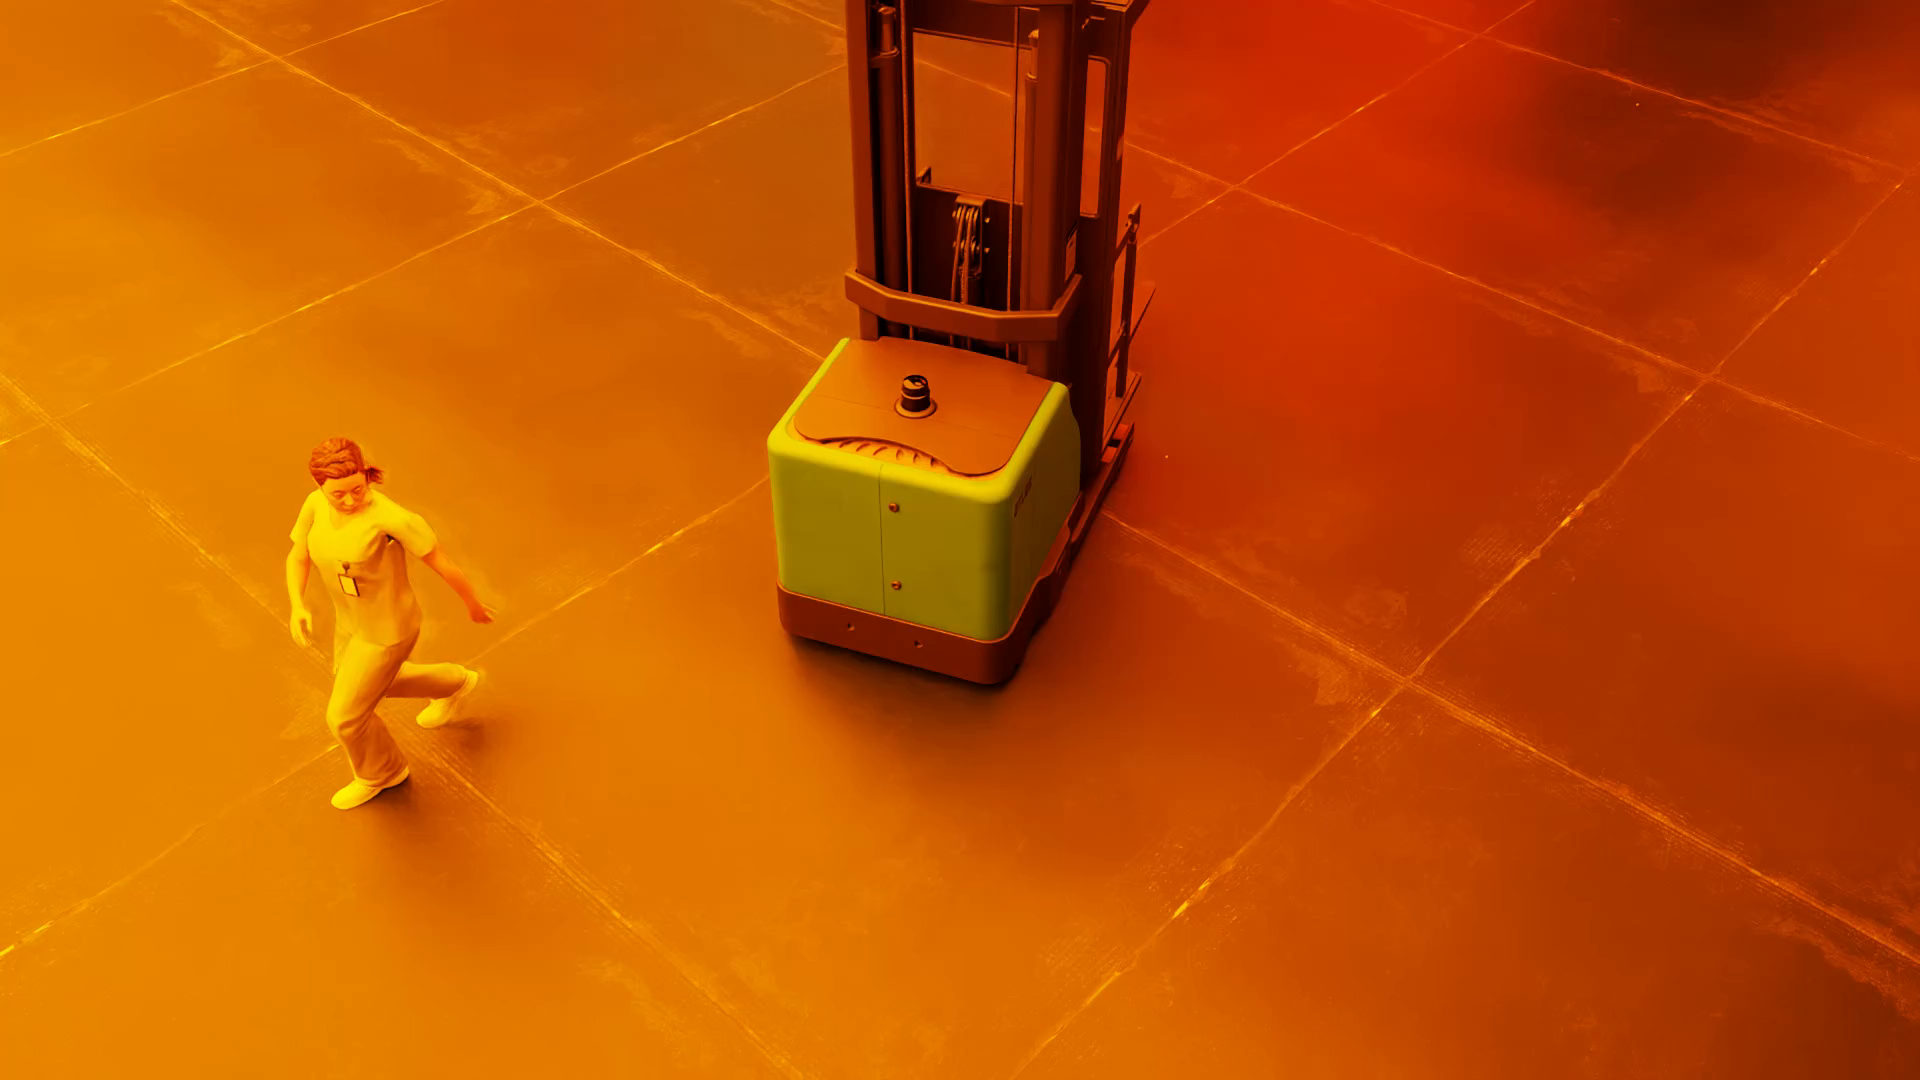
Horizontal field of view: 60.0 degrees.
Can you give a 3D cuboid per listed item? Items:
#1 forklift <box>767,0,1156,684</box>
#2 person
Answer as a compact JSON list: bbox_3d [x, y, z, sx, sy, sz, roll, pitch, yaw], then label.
[{"bbox_3d":[0.211,-1.484,7.158,1.130,2.935,3.031,14,42,15],"label":"forklift"},{"bbox_3d":[-2.146,0.293,6.121,0.731,1.599,0.515,-32,50,-32],"label":"person"}]
